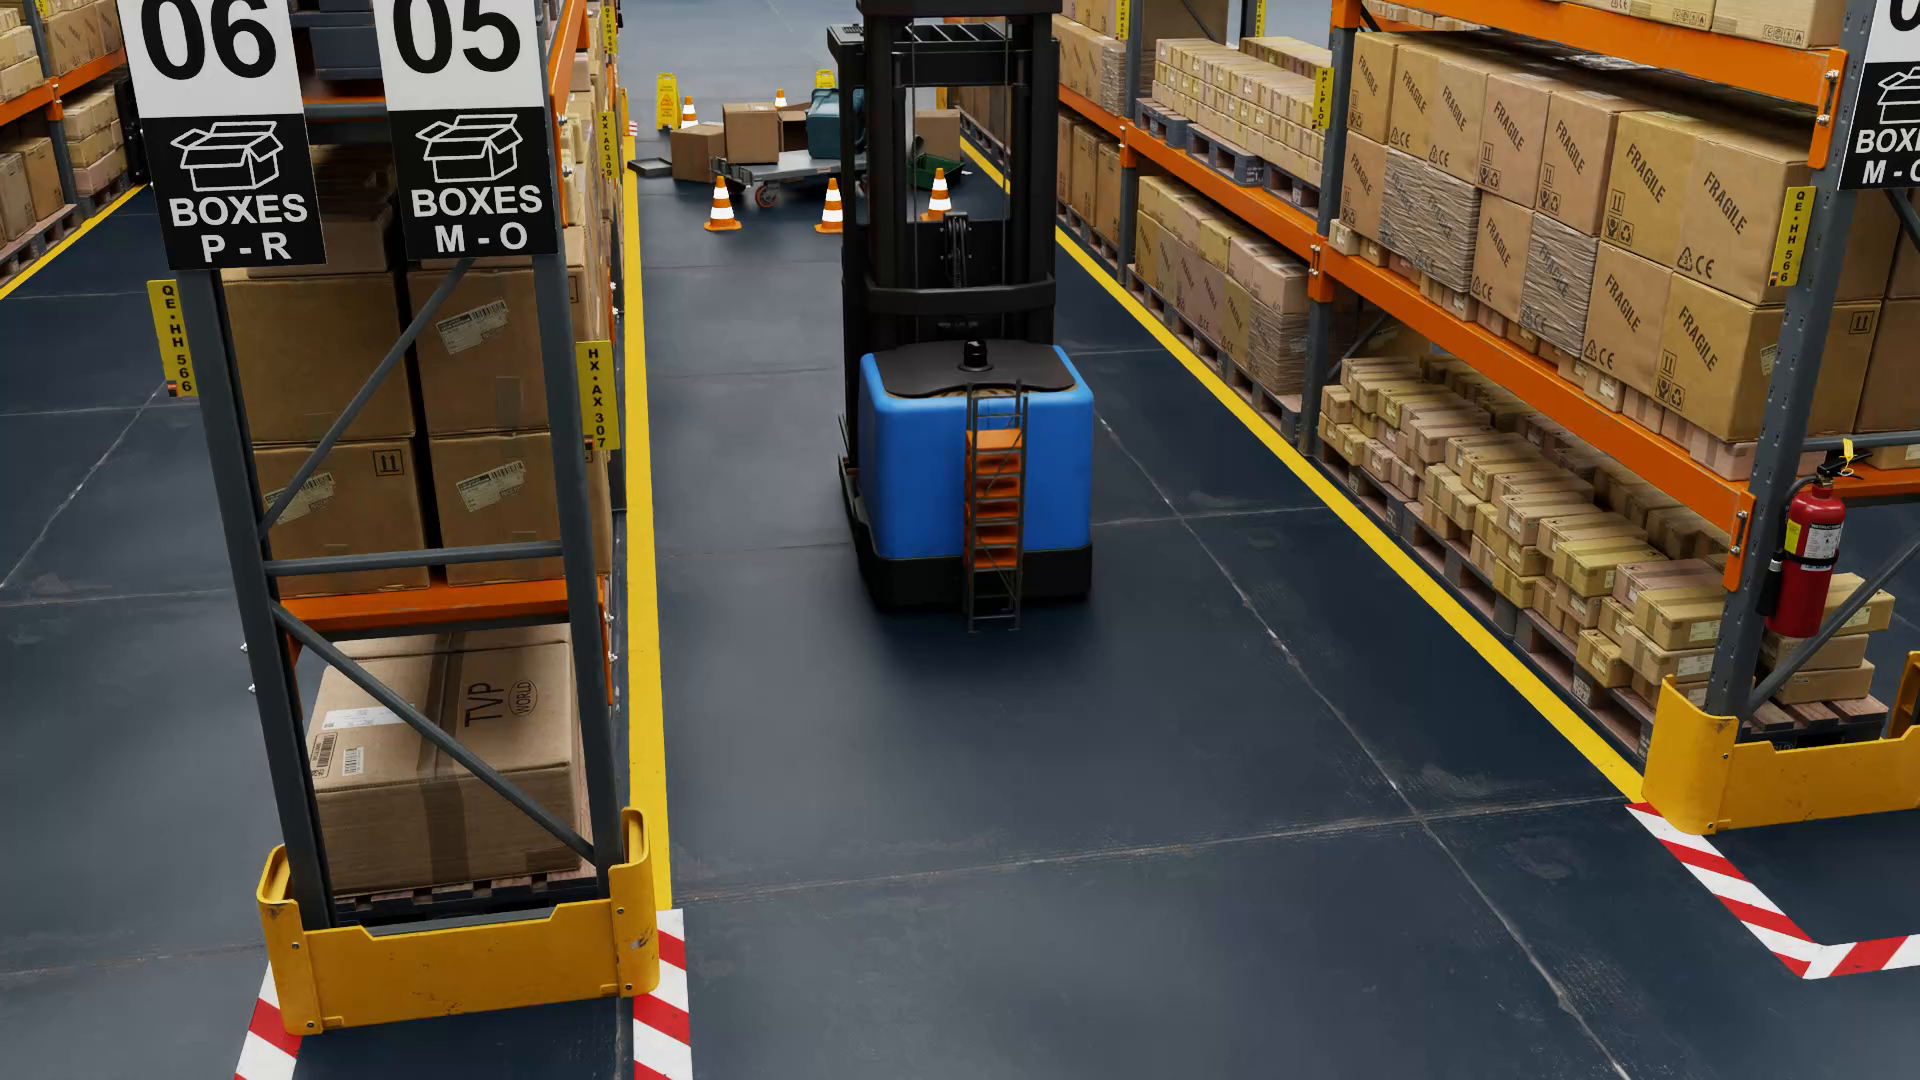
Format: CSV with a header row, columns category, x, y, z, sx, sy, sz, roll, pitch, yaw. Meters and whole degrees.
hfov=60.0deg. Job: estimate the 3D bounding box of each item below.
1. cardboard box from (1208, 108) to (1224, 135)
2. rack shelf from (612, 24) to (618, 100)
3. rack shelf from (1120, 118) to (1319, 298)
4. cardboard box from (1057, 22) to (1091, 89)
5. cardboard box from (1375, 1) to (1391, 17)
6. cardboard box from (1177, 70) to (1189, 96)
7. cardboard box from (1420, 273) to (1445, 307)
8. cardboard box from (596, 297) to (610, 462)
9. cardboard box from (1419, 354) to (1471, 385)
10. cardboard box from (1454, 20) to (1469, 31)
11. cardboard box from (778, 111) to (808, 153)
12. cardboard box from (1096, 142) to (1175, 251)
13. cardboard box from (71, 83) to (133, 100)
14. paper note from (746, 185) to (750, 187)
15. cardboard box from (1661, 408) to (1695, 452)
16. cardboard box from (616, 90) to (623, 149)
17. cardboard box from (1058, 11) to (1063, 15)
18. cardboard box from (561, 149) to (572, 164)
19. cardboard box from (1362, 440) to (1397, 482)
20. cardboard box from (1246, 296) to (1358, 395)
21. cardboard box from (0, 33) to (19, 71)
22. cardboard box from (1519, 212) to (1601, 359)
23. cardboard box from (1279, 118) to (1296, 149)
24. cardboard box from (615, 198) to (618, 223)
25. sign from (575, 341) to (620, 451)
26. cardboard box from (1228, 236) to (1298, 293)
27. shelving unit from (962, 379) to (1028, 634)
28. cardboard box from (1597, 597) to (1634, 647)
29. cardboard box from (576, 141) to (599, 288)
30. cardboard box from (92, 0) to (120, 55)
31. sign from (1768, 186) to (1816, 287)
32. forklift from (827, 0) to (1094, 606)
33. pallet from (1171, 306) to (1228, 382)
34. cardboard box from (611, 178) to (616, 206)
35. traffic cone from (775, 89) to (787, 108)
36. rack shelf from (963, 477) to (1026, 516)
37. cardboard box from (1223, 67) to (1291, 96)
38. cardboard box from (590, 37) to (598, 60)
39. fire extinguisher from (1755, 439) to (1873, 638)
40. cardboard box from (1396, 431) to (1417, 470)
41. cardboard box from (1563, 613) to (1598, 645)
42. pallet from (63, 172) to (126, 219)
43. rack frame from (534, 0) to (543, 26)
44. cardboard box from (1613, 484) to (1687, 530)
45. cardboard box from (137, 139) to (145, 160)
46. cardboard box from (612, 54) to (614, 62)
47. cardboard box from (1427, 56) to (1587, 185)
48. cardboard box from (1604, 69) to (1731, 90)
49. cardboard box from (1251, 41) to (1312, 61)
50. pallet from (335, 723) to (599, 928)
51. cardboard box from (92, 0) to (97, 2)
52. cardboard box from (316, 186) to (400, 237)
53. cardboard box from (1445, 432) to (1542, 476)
category,x,y,z,sx,sy,sz,roll,pitch,yaw
cardboard box,1.915,-2.857,11.334,0.380,0.149,0.250,-4,24,-9
rack shelf,-4.172,-5.117,17.616,1.077,0.370,4.000,-4,24,-10
rack shelf,2.153,-2.376,11.341,1.077,0.370,4.000,-4,24,-10
cardboard box,1.154,-4.290,14.699,0.500,0.500,0.500,-4,24,-9
cardboard box,5.180,-6.327,19.802,0.380,0.149,0.250,-4,24,-10
cardboard box,1.780,-3.290,11.952,0.380,0.149,0.250,-5,24,-11
cardboard box,2.502,-1.260,8.201,0.380,0.149,0.250,-4,24,-9
cardboard box,-1.587,-0.594,6.237,0.500,0.500,0.500,-4,24,-10
cardboard box,2.845,-0.957,9.487,0.380,0.149,0.250,-4,24,-8
cardboard box,5.584,-5.543,18.007,0.380,0.149,0.250,-4,24,-10
cardboard box,-1.548,-4.280,17.752,0.797,0.637,0.503,-4,24,-10
cardboard box,1.759,-2.900,13.929,1.050,0.750,0.750,-5,24,-10
cardboard box,-8.738,-4.499,16.964,0.500,0.250,0.500,-5,24,-11
paper note,-2.224,-3.634,17.032,0.148,0.019,0.142,-4,24,-10
cardboard box,2.916,-0.439,6.320,0.380,0.149,0.250,-4,24,-10
cardboard box,-3.646,-4.188,16.565,0.500,0.500,0.500,-3,24,-7
cardboard box,1.238,-5.173,15.472,0.700,0.500,0.500,-5,24,-11
cardboard box,-1.497,-1.212,5.592,0.380,0.149,0.250,-5,24,-11
cardboard box,2.421,-0.439,9.046,0.380,0.149,0.250,-4,24,-10
cardboard box,2.139,-1.238,10.436,0.500,0.500,0.500,-5,24,-11
cardboard box,-8.235,-4.075,13.896,0.500,0.250,0.500,-5,24,-11
cardboard box,2.733,-1.087,6.995,0.500,0.500,0.500,-4,24,-10
cardboard box,2.163,-2.476,10.089,0.380,0.149,0.250,-3,24,-7
cardboard box,-3.302,-2.587,13.684,0.950,0.372,0.625,-5,24,-11
sign,-1.037,-0.411,4.764,0.100,0.325,0.005,-4,24,-10
cardboard box,2.055,-1.787,10.756,0.500,0.250,0.500,-3,24,-7
shelving unit,0.154,-0.137,7.547,0.258,1.200,0.189,-3,30,-7
cardboard box,2.889,0.339,6.892,0.380,0.149,0.250,-5,24,-11
cardboard box,-1.691,-1.254,6.500,0.500,0.500,0.500,-4,24,-10
cardboard box,-8.785,-5.133,16.629,0.500,0.500,0.500,-4,24,-9
sign,2.714,-0.988,5.423,0.100,0.325,0.005,-4,24,-10
forklift,-0.091,-1.590,8.727,1.130,2.935,3.031,-3,24,-8
pallet,2.149,-1.428,11.756,1.003,0.211,1.213,-4,24,-10
cardboard box,-2.405,-2.240,10.319,0.500,0.250,0.500,-5,24,-11
traffic cone,-2.167,-5.213,20.107,0.336,0.463,0.334,-4,24,-10
rack shelf,0.155,-0.203,7.510,0.258,0.103,0.180,-3,30,-7
cardboard box,1.965,-3.031,10.988,0.380,0.149,0.250,-5,24,-10
cardboard box,-2.333,-2.607,9.597,0.500,0.500,0.500,-5,24,-11
fire extinguisher,2.856,-0.006,5.579,0.296,0.674,0.183,-4,24,-10
cardboard box,2.538,-0.483,8.773,0.380,0.149,0.250,-6,24,-12
cardboard box,2.849,0.373,7.186,0.380,0.149,0.250,-4,24,-10
pallet,-8.786,-3.329,16.108,1.003,0.211,1.213,-4,24,-10
rack frame,-1.583,-2.689,3.663,1.000,3.000,0.127,-4,24,-10
cardboard box,3.241,-0.145,7.628,0.380,0.149,0.250,-3,24,-8
cardboard box,-8.738,-4.039,17.160,0.500,0.250,0.500,-4,24,-8
cardboard box,-3.545,-4.692,16.060,0.380,0.149,0.250,-4,24,-10
cardboard box,2.541,-1.961,7.746,0.500,0.500,0.500,-4,24,-9
cardboard box,3.169,-1.787,7.347,0.500,0.500,0.500,-5,24,-11
cardboard box,2.369,-3.585,12.256,0.380,0.149,0.250,-5,24,-10
pallet,-1.808,1.030,6.129,1.003,0.211,1.213,-4,24,-10
cardboard box,-8.746,-5.388,16.405,0.380,0.149,0.250,-5,24,-11
cardboard box,-1.917,-0.965,5.028,0.380,0.149,0.250,-4,24,-9
cardboard box,2.640,-0.410,8.235,0.380,0.149,0.250,-5,24,-12
